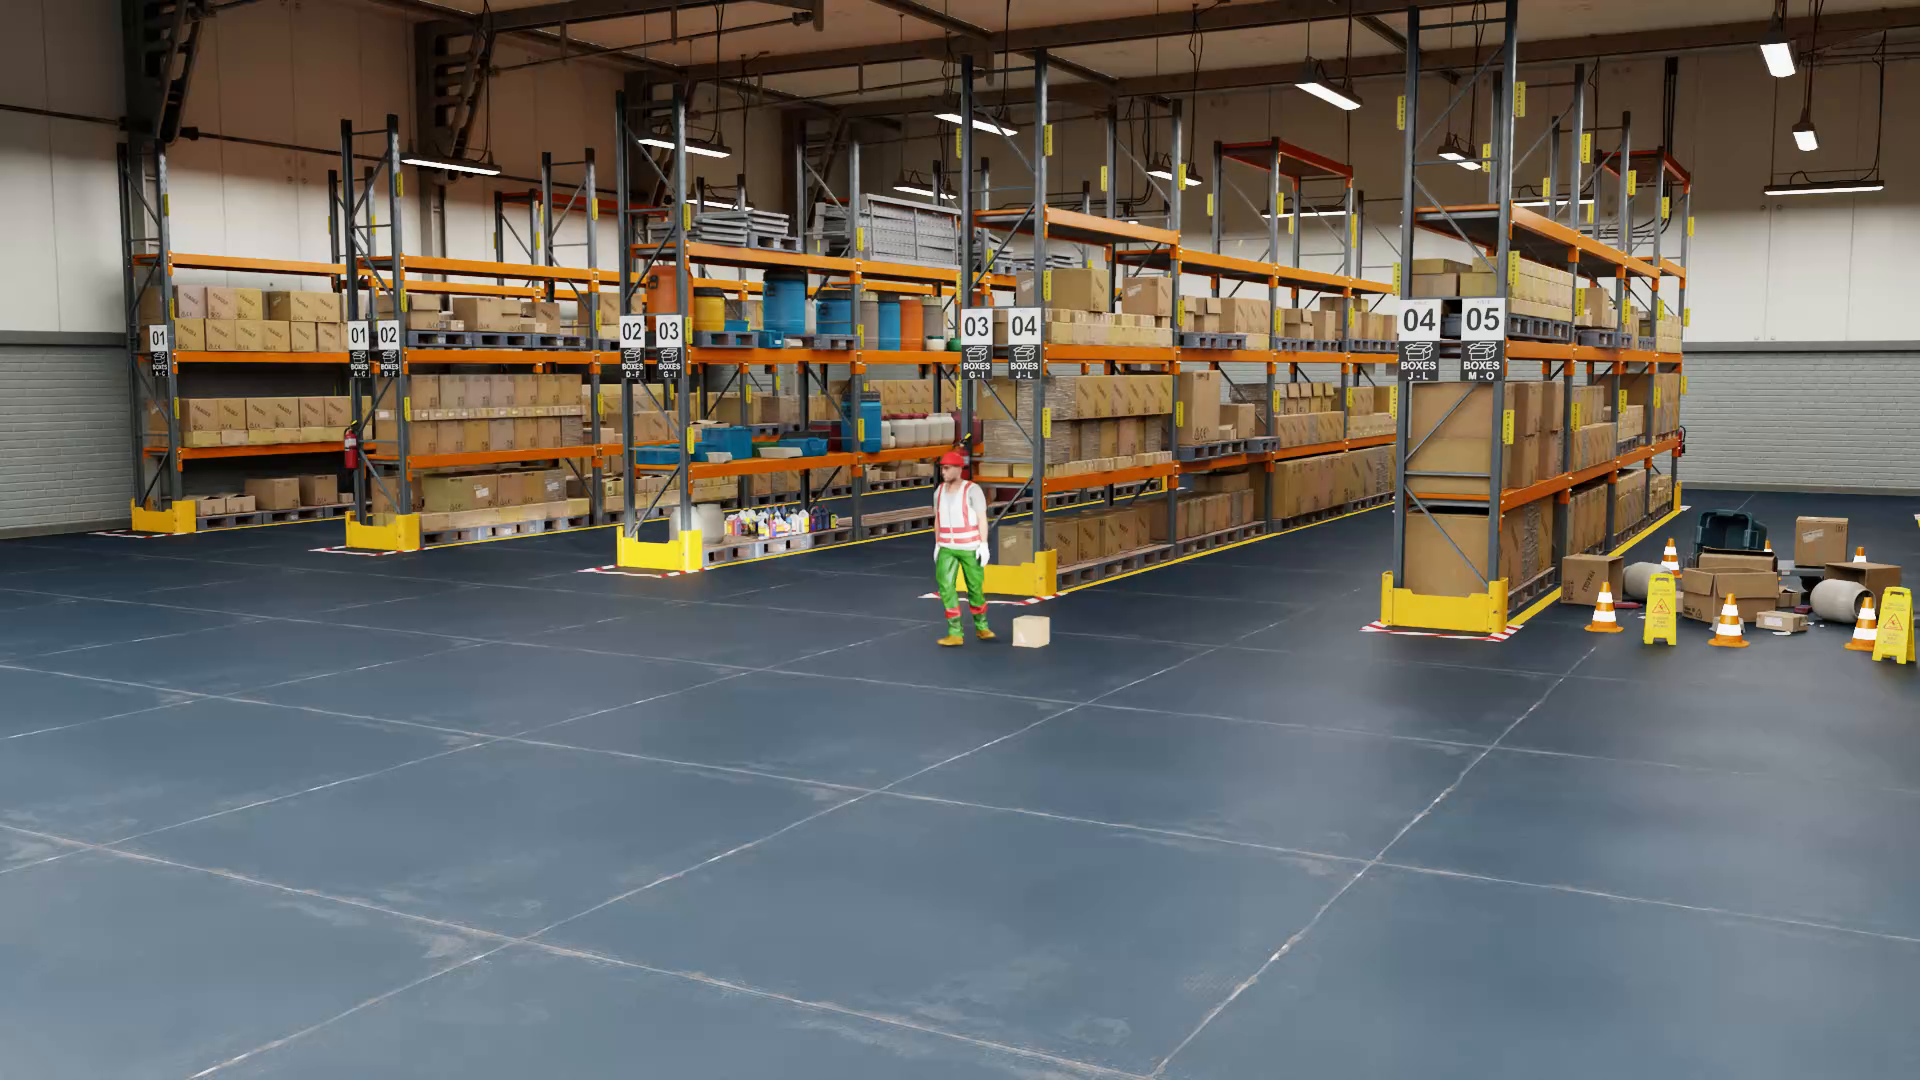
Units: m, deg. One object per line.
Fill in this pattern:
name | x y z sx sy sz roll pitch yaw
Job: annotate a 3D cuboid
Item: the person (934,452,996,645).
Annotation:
person | 0.028 0.074 15.285 0.589 1.778 0.593 3 7 27
